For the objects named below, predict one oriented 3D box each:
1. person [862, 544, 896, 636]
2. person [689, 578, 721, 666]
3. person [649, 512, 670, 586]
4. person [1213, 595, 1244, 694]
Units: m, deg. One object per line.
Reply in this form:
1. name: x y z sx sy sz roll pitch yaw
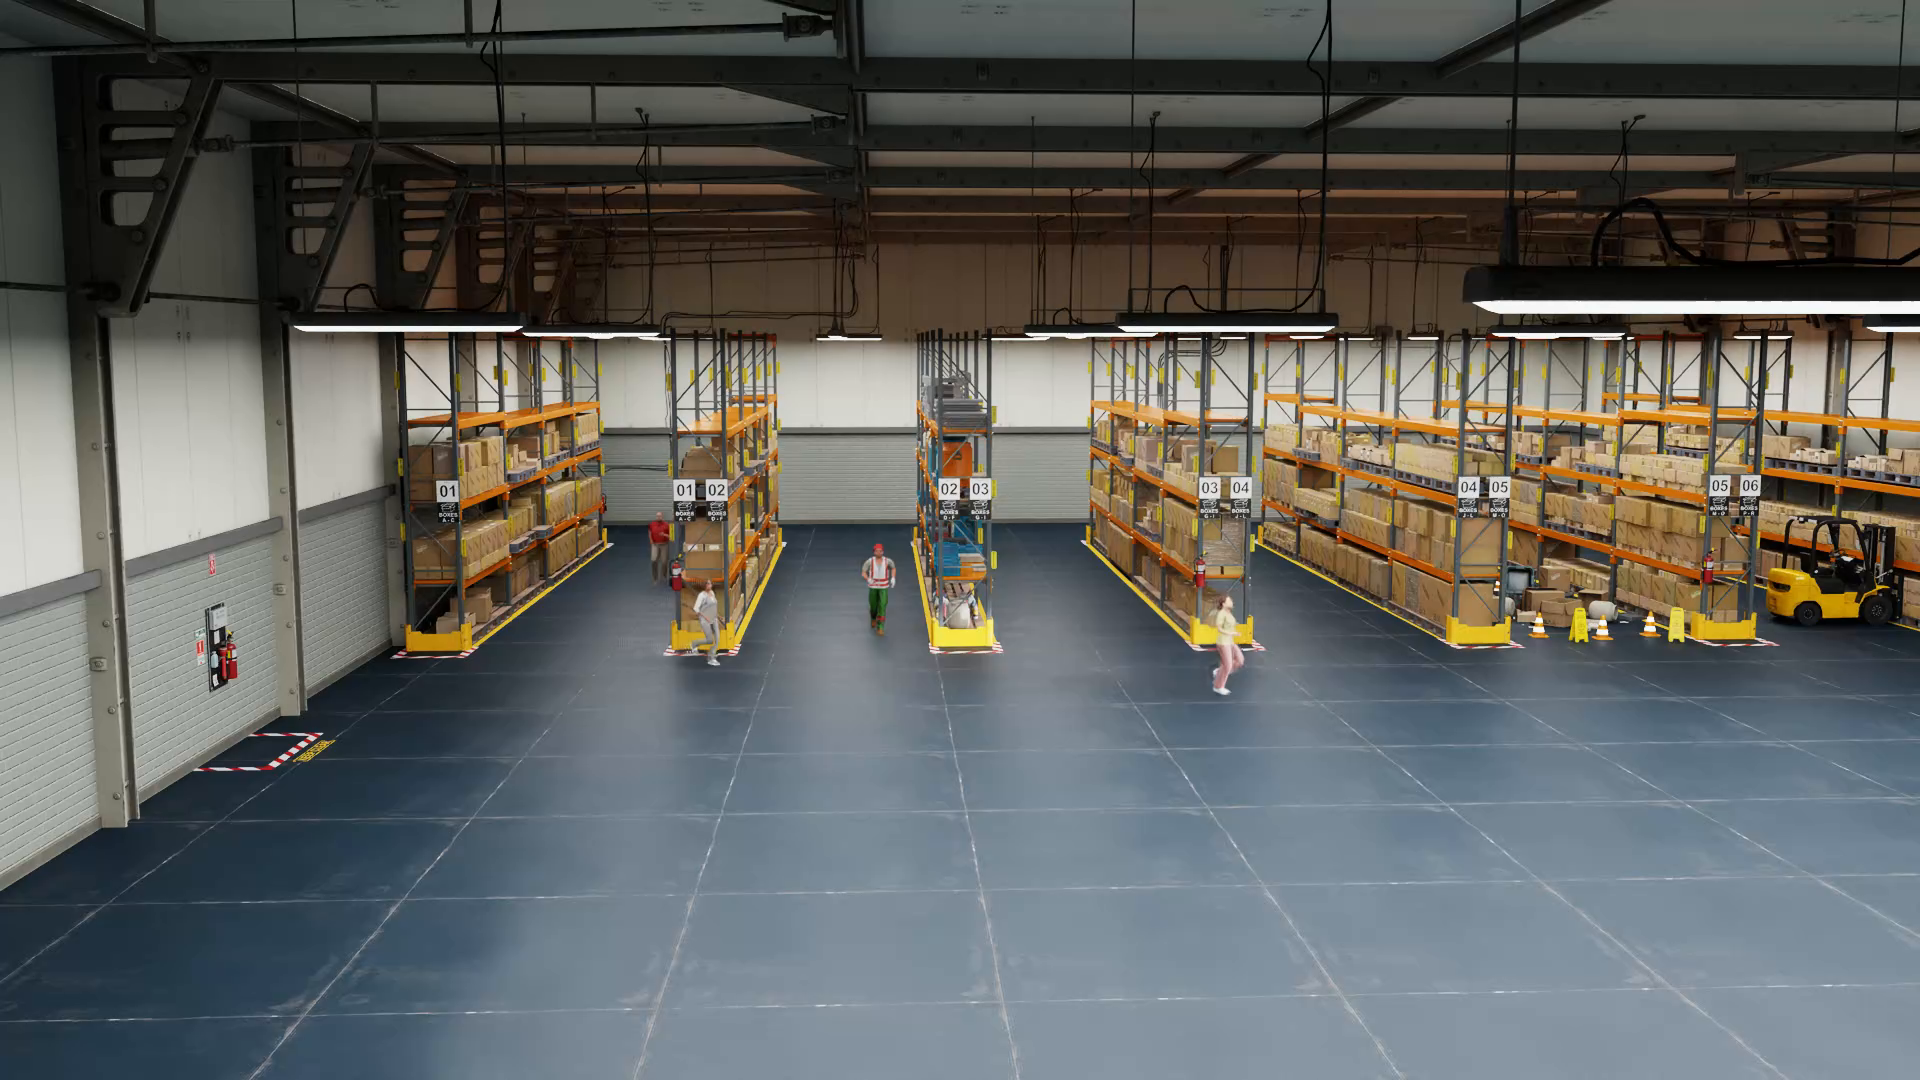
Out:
1. person: -1.605 0.960 32.972 0.686 1.792 0.839 -1 7 -5
2. person: -4.540 1.465 29.741 0.649 1.551 0.536 4 8 31
3. person: -7.138 0.212 39.776 0.636 1.789 0.818 0 7 -2
4. person: 4.379 1.704 27.241 0.525 1.640 0.627 3 8 26
